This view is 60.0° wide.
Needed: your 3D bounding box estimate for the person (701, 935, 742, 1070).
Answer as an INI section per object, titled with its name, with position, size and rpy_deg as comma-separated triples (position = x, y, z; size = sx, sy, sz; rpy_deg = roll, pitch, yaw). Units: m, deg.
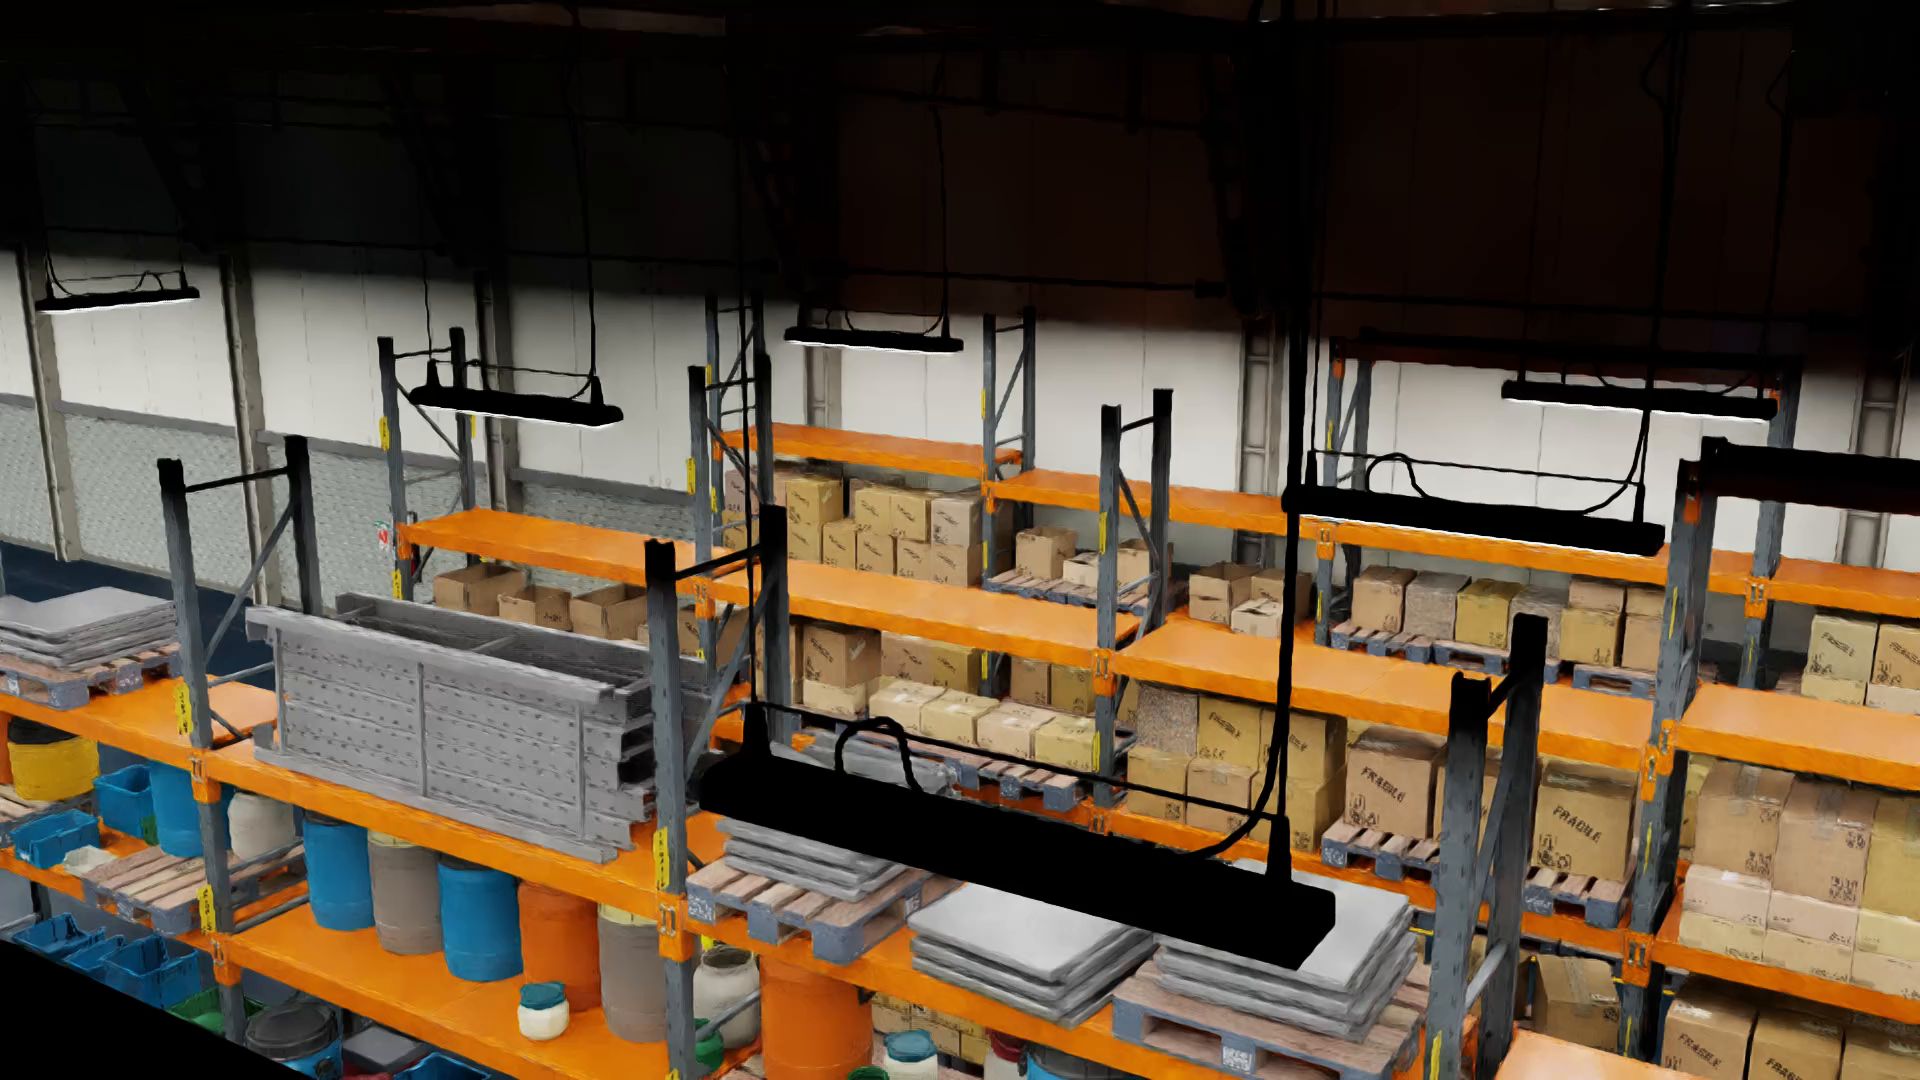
[person]
position = -2.197, 3.845, 14.134
size = 0.840, 1.705, 0.700
rpy_deg = 4, 14, 15
